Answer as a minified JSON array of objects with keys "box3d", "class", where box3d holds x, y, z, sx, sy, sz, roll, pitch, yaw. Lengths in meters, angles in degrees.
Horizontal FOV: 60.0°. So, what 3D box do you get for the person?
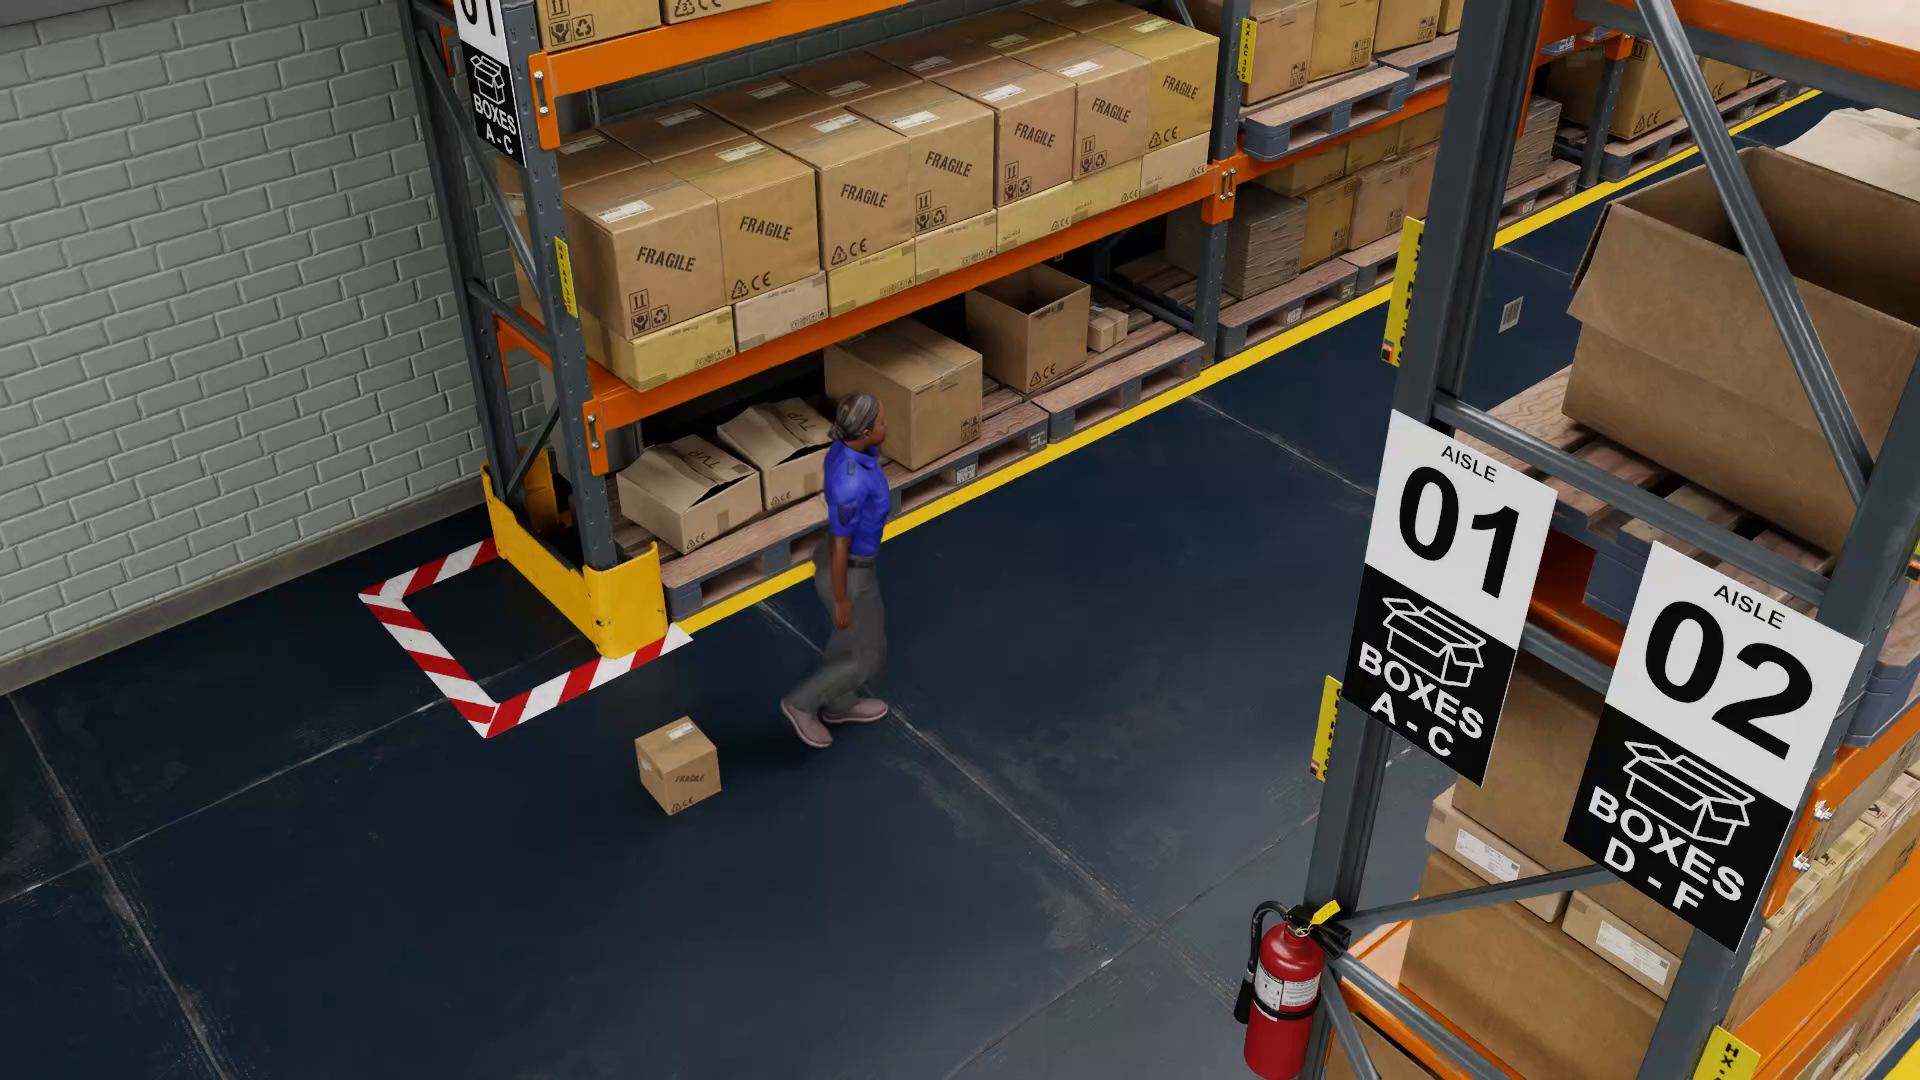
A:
[{"box3d":[-0.529,0.144,6.880,0.511,1.652,0.524,-3,36,-4],"class":"person"}]
